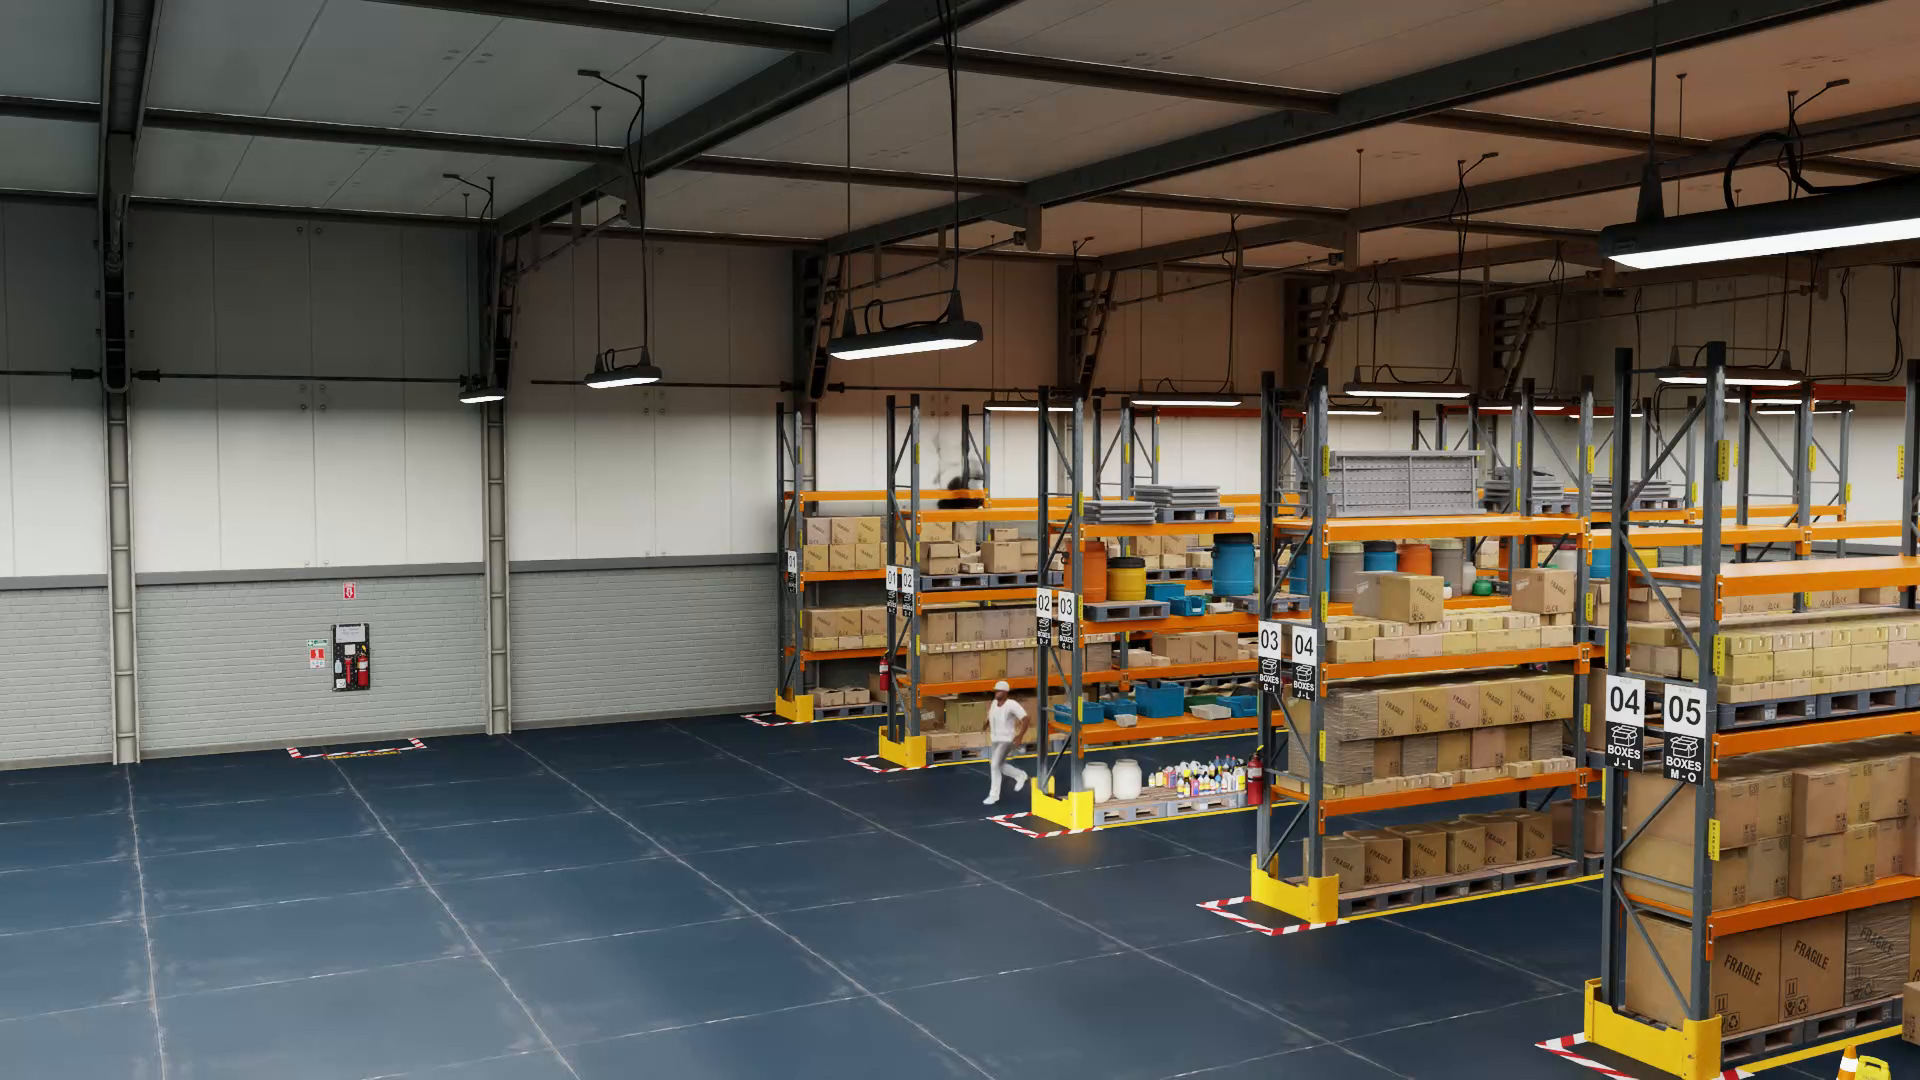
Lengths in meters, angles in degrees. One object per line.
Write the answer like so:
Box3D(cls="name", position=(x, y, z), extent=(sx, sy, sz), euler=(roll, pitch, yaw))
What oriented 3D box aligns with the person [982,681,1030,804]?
Box3D(cls="person", position=(0.648, 2.930, 24.245), extent=(0.861, 1.765, 0.738), euler=(-2, 4, -35))
